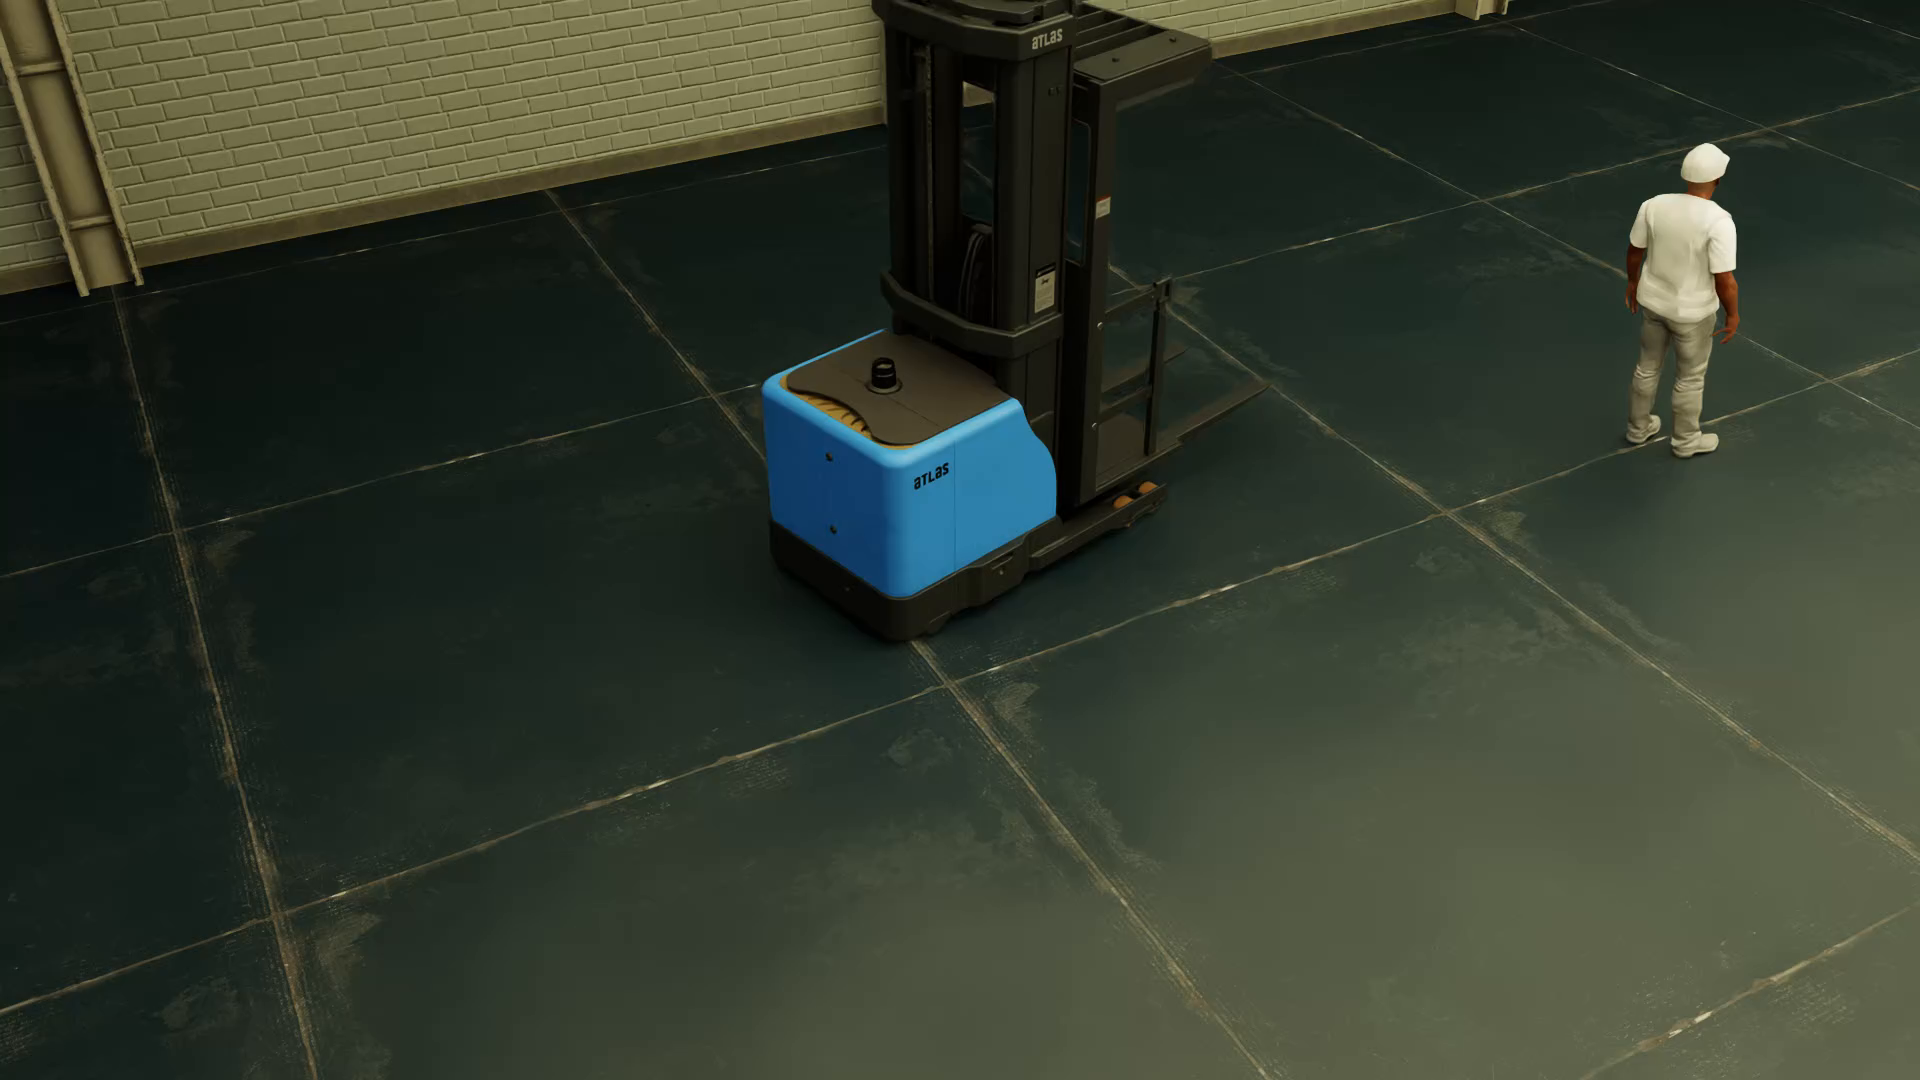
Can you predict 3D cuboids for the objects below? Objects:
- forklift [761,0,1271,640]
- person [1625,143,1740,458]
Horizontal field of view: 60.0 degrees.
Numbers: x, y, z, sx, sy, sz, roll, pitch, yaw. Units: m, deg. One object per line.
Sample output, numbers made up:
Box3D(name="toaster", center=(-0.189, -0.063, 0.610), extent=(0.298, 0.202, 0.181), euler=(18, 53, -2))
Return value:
Box3D(name="forklift", center=(0.457, -1.458, 8.186), extent=(3.031, 2.935, 1.130), euler=(-29, 44, -34))
Box3D(name="person", center=(3.912, -1.297, 8.959), extent=(0.559, 1.769, 0.664), euler=(-22, 41, -28))
